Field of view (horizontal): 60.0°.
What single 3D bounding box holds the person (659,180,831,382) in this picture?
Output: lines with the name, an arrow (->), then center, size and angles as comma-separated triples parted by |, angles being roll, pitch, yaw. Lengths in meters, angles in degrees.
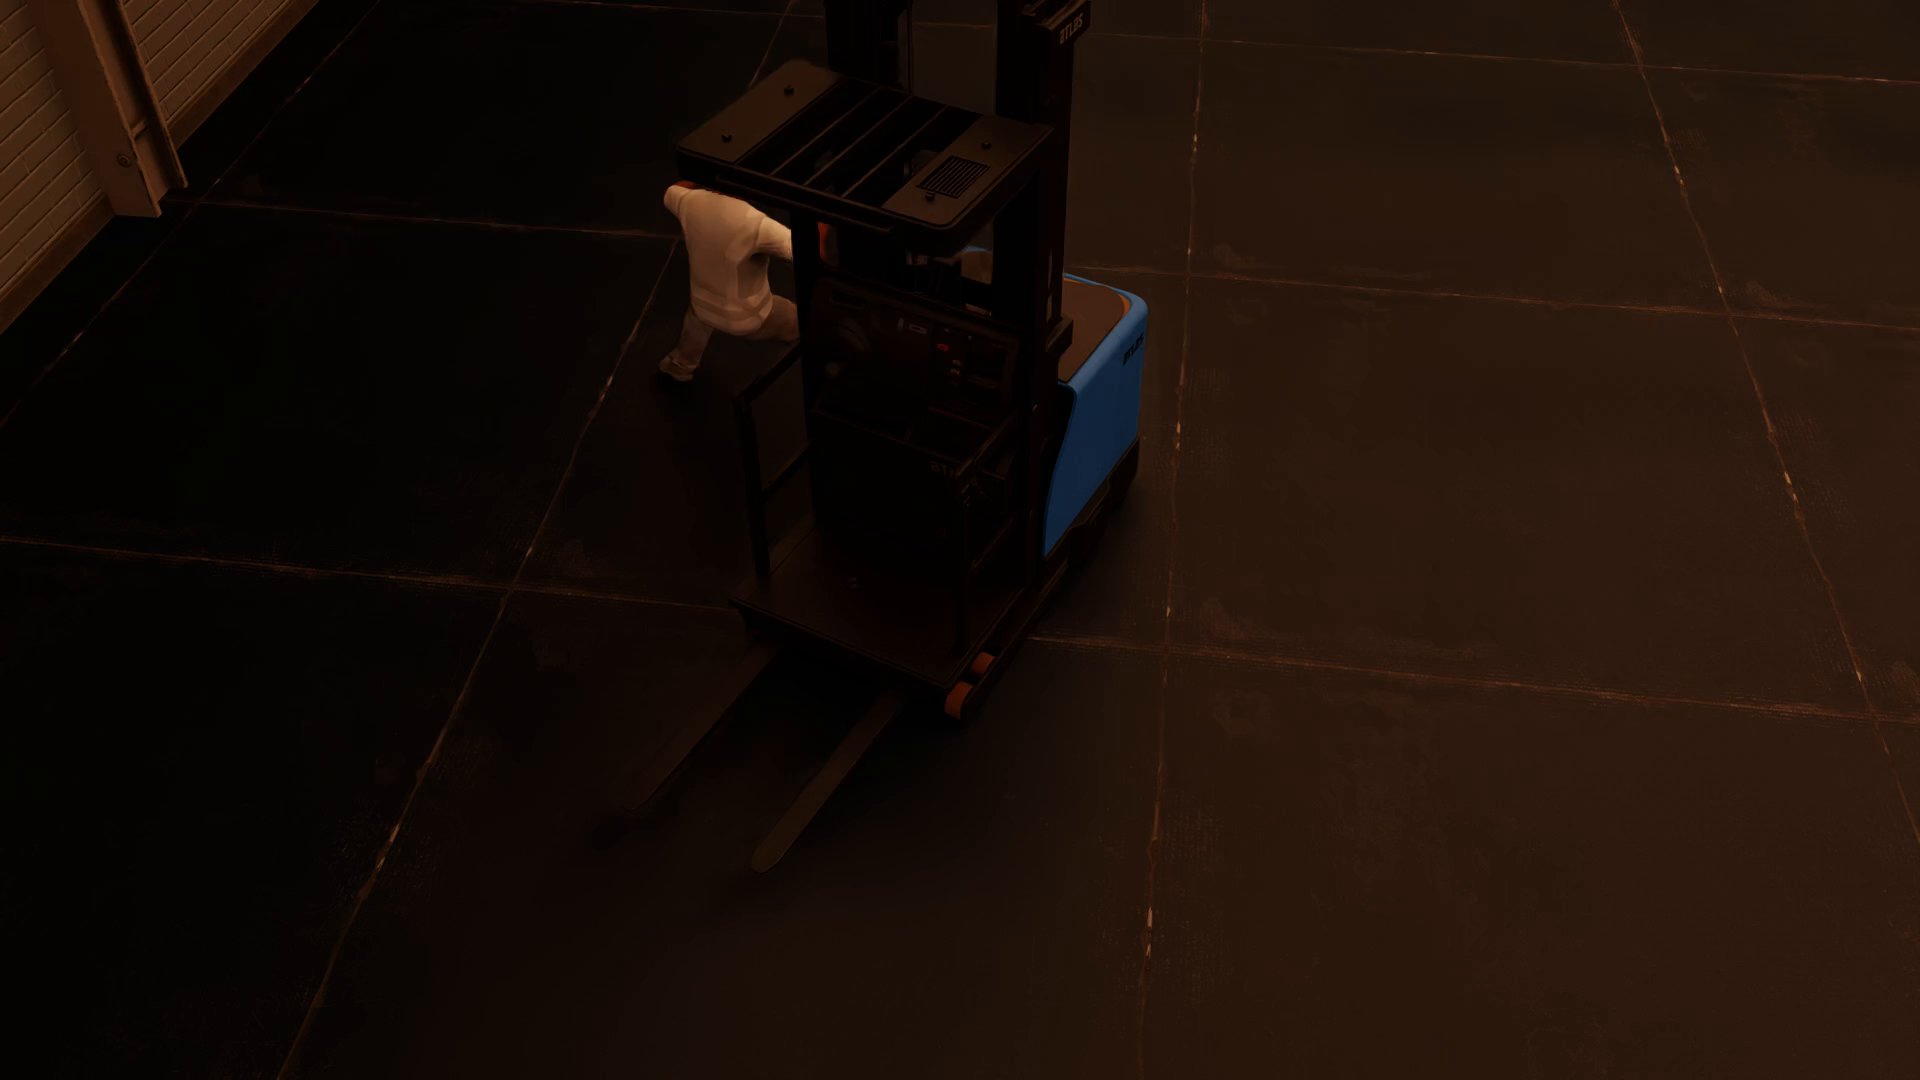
person -> -1.028, -1.310, 8.189 | 1.196, 1.533, 0.698 | 25, 48, 25

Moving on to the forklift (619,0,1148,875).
forklift -> -0.294, -0.672, 6.456 | 1.130, 2.935, 3.031 | 21, 46, 21
